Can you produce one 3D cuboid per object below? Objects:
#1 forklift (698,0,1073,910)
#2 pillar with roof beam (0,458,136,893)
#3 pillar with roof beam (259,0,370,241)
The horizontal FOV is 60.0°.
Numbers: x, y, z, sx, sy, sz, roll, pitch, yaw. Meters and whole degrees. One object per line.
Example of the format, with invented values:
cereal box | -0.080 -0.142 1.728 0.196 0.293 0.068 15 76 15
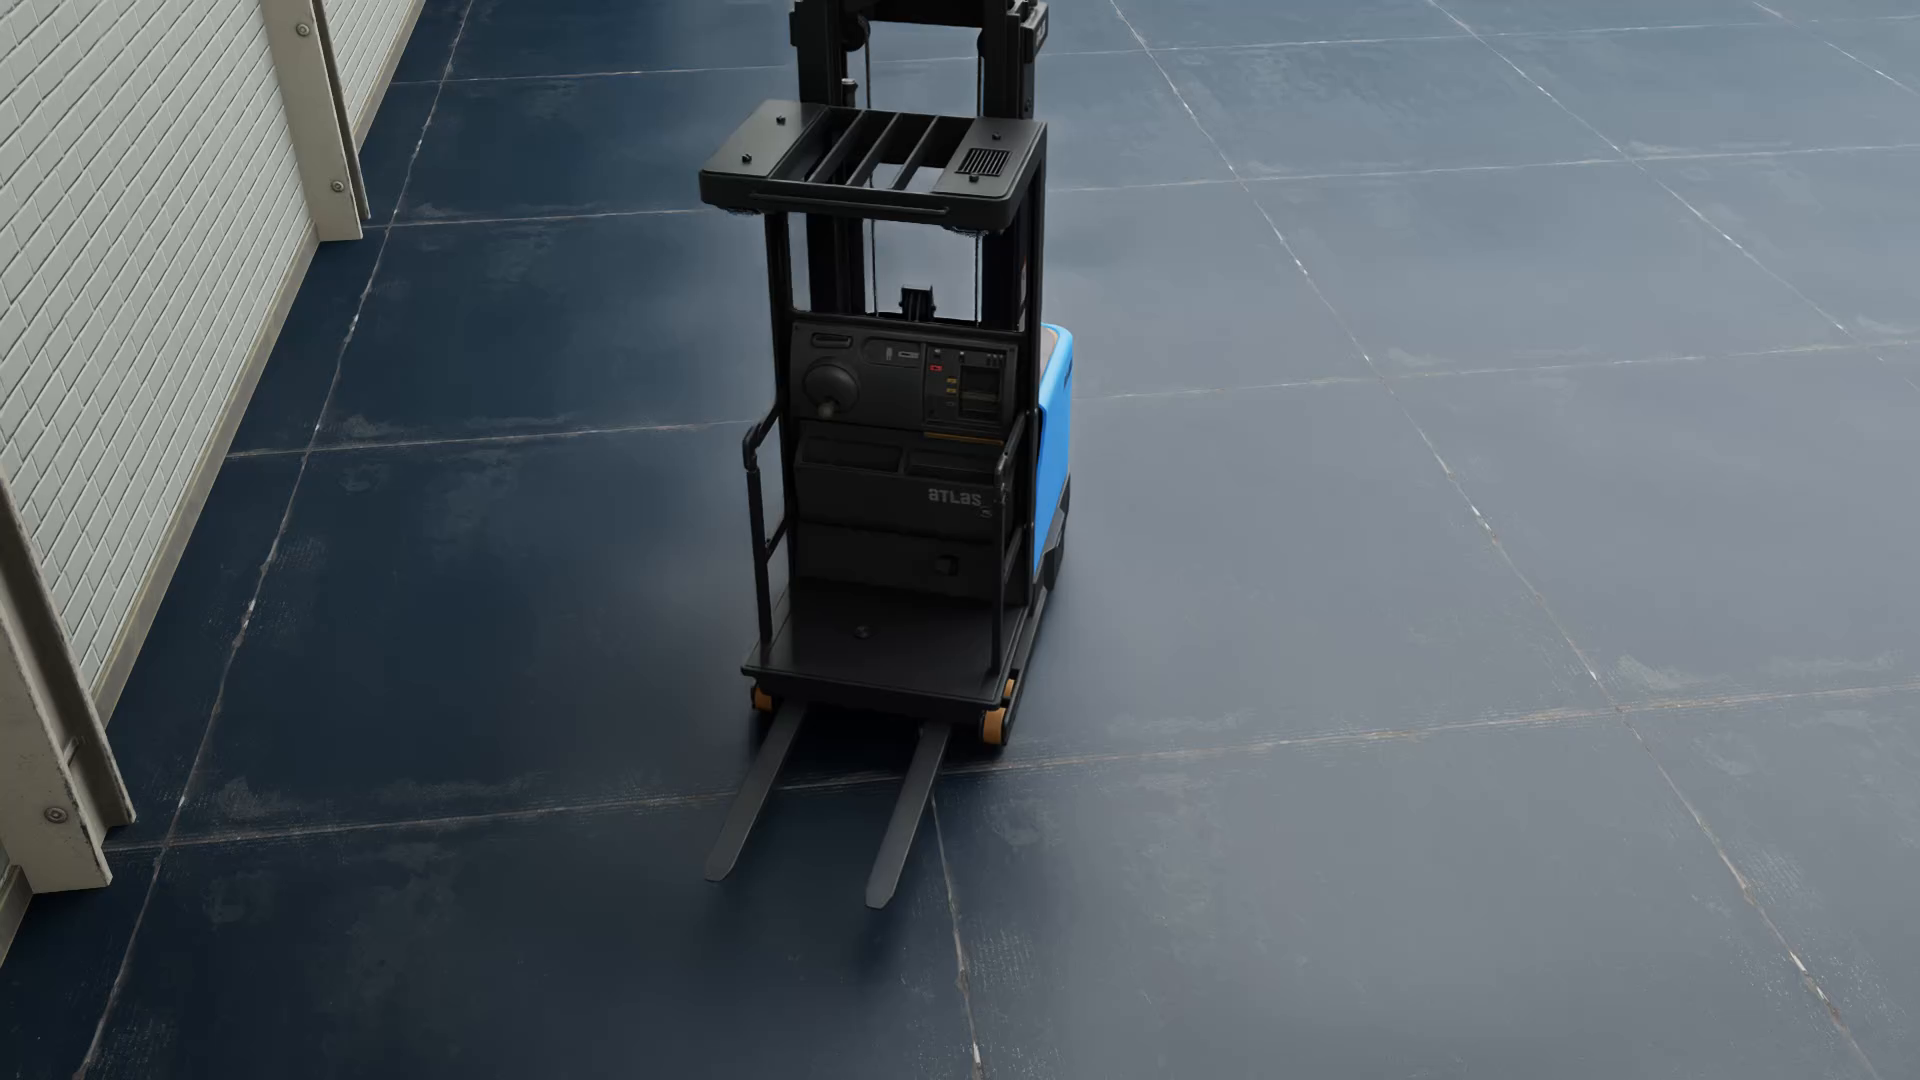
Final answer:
forklift | -0.275 -0.584 6.504 1.130 2.935 3.031 7 35 10
pillar with roof beam | 0.851 -2.828 4.409 9.100 9.000 0.400 -4 35 -6
pillar with roof beam | 0.044 -6.176 9.322 9.100 9.000 0.400 -4 35 -6
